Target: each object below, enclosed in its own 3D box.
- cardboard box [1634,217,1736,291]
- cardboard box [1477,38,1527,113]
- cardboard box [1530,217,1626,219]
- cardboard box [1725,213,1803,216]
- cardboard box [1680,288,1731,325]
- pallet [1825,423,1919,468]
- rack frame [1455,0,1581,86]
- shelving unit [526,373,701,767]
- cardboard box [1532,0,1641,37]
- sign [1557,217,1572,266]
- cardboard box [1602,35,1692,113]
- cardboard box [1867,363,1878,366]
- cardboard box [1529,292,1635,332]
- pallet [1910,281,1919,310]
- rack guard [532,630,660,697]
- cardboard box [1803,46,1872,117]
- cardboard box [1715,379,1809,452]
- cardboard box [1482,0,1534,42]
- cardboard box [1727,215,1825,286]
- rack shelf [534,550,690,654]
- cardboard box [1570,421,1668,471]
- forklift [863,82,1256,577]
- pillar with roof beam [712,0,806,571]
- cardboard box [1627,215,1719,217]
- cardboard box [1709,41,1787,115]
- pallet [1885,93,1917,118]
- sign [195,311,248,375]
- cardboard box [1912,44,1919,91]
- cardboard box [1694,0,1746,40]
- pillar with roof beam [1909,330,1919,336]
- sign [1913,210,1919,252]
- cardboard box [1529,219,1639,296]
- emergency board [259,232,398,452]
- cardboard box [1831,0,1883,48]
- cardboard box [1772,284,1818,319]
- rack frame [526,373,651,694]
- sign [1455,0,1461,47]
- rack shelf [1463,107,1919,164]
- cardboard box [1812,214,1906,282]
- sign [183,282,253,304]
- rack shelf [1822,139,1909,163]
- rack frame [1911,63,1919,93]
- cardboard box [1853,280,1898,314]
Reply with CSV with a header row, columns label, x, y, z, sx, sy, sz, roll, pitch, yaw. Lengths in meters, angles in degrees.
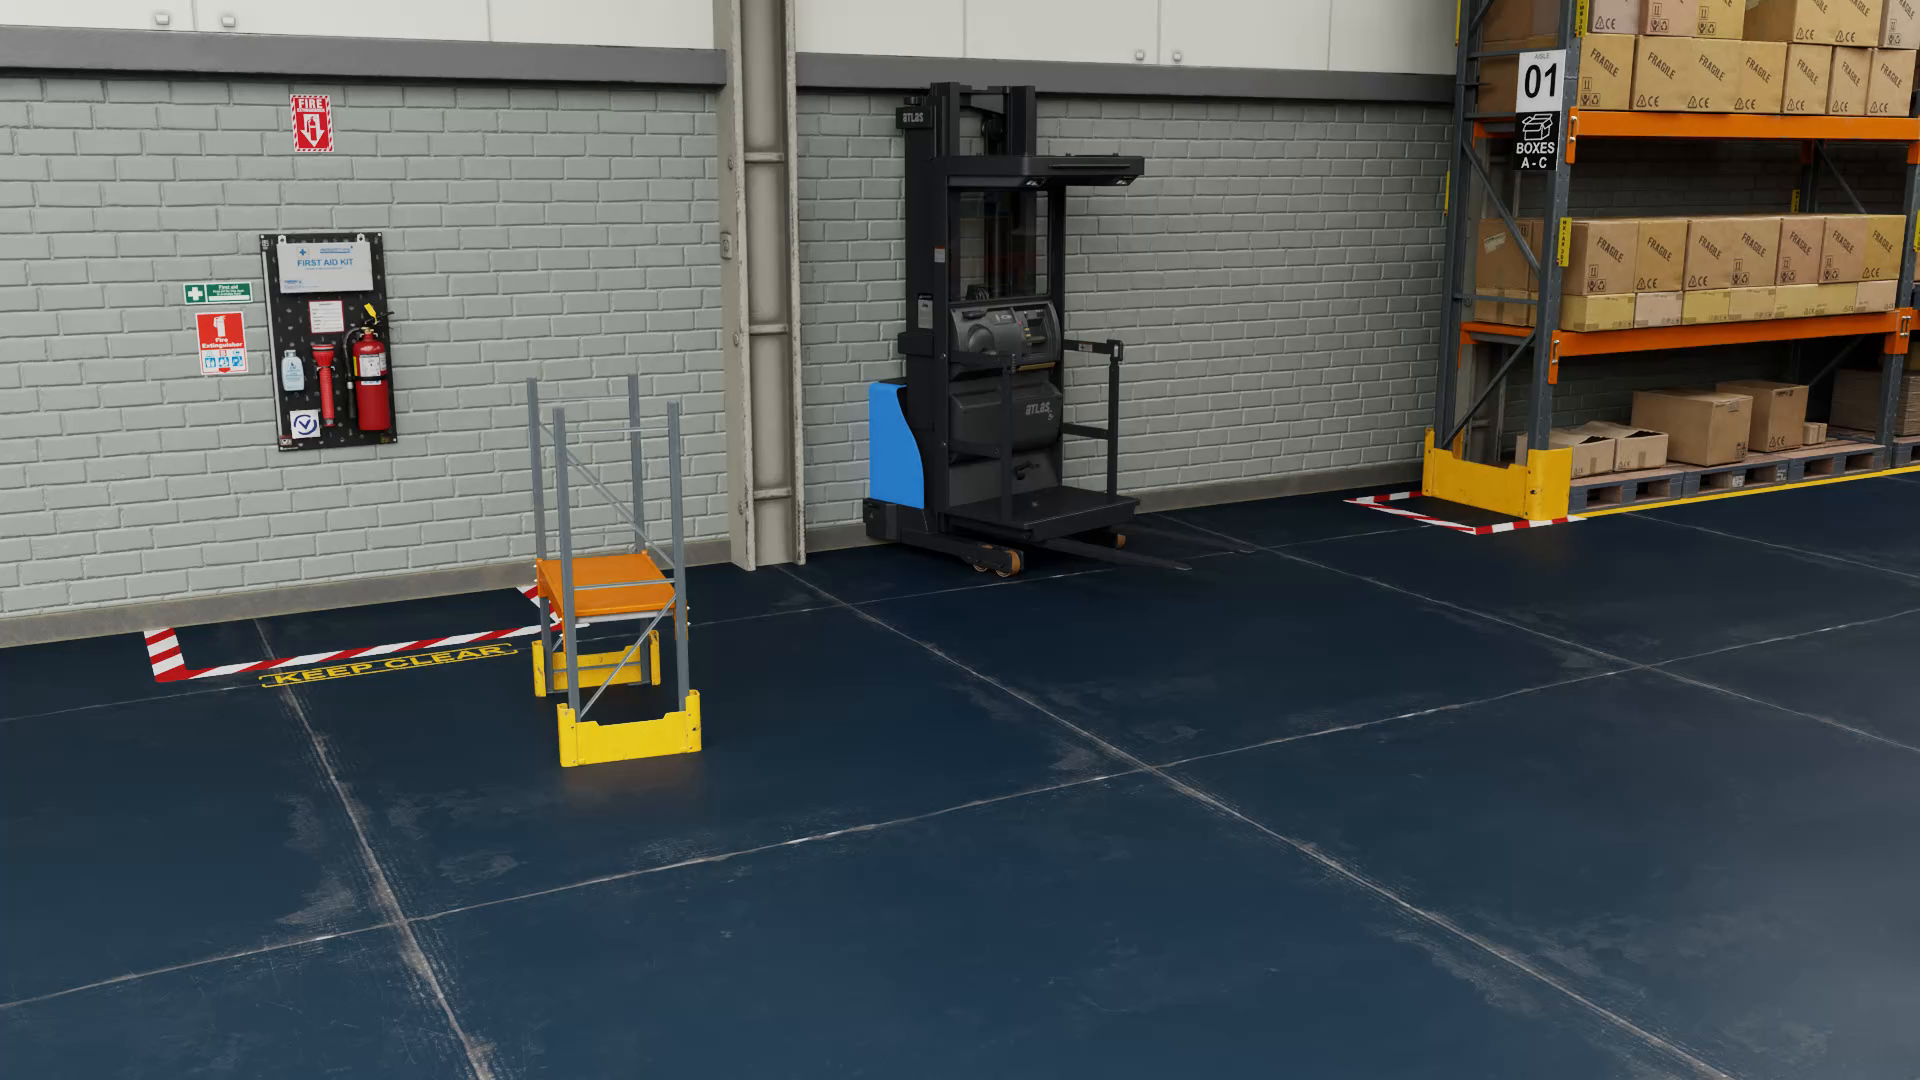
label,x,y,z,sx,sy,sz,roll,pitch,yaw
cardboard box,5.313,-2.112,12.251,0.500,0.500,0.500,-7,15,-30
cardboard box,4.100,-3.329,11.964,0.500,0.500,0.500,-6,14,-24
cardboard box,4.614,-2.158,12.456,0.500,0.500,0.500,-7,14,-27
cardboard box,6.398,-2.375,13.417,0.500,0.500,0.500,-7,14,-28
cardboard box,5.335,-1.751,12.353,0.500,0.250,0.500,-7,15,-29
pallet,8.049,-0.857,14.436,1.213,0.211,1.003,-7,14,-28
rack frame,3.855,-4.641,11.236,0.127,3.000,1.000,-7,14,-28
shelving unit,-1.561,0.080,7.338,0.587,1.500,1.083,-5,13,-19
cardboard box,4.310,-3.718,11.415,0.500,0.500,0.500,-8,15,-32
sign,4.115,-2.032,11.335,0.005,0.325,0.100,-7,14,-28
cardboard box,4.757,-3.273,11.715,0.500,0.500,0.500,-6,14,-24
cardboard box,8.434,-1.275,14.634,0.500,0.500,0.700,-7,15,-29
cardboard box,4.436,-1.641,11.865,0.500,0.250,0.500,-7,15,-29
pallet,8.107,-2.094,14.019,1.213,0.211,1.003,-7,14,-28
rack guard,-1.731,0.587,7.932,0.587,0.250,0.087,-5,13,-19
cardboard box,6.591,-3.506,12.749,0.500,0.500,0.500,-8,15,-33
cardboard box,6.474,-1.013,13.472,0.500,0.500,0.500,-8,15,-32
cardboard box,4.108,-3.820,11.868,0.500,0.500,0.500,-6,14,-25
cardboard box,6.217,-2.224,12.746,0.500,0.500,0.500,-7,15,-29
rack shelf,-1.558,0.257,7.369,0.538,0.185,1.000,-5,13,-19
cardboard box,5.006,-0.733,12.655,0.500,0.311,0.500,-6,14,-23
forklift,0.443,-1.332,10.353,1.130,2.935,3.031,-12,18,-43
pillar with roof beam,0.852,-3.421,5.813,0.400,9.000,9.100,-7,14,-28
cardboard box,5.507,-2.267,12.937,0.500,0.500,0.500,-7,14,-27
cardboard box,5.671,-3.389,12.230,0.500,0.500,0.500,-6,14,-24
pallet,7.959,-3.551,13.653,1.003,0.211,1.213,-7,14,-28
sign,-3.933,-1.050,8.862,0.234,0.329,0.001,-7,14,-28
cardboard box,7.884,-3.894,13.565,0.500,0.500,0.500,-5,13,-20
cardboard box,5.219,-3.817,11.855,0.500,0.500,0.500,-6,14,-26
pillar with roof beam,11.384,-4.683,11.422,0.400,9.000,9.100,-7,14,-28
sign,7.633,-2.454,13.209,0.005,0.325,0.100,-7,14,-28
cardboard box,4.418,-2.009,11.793,0.500,0.500,0.500,-7,14,-28
emergency board,-3.399,-1.071,9.036,0.643,1.169,0.194,-7,14,-28
cardboard box,6.578,-3.980,12.579,0.500,0.500,0.500,-6,14,-25
cardboard box,6.220,-1.857,12.824,0.500,0.250,0.500,-7,14,-28
rack frame,-1.732,-0.023,7.796,0.500,1.500,0.032,-5,13,-19
sign,3.607,-3.719,11.953,0.005,0.325,0.100,-7,14,-28
rack shelf,5.611,-3.037,12.580,4.000,0.370,1.077,-7,14,-28
cardboard box,7.099,-2.328,13.211,0.500,0.500,0.500,-7,14,-28
sign,-3.925,-1.307,8.798,0.331,0.109,0.001,-7,14,-28
rack shelf,9.122,-3.458,14.449,4.000,0.370,1.077,-7,14,-28
rack frame,7.366,-5.062,13.106,0.127,3.000,1.000,-7,14,-28
cardboard box,7.096,-1.964,13.298,0.500,0.250,0.500,-7,14,-28
